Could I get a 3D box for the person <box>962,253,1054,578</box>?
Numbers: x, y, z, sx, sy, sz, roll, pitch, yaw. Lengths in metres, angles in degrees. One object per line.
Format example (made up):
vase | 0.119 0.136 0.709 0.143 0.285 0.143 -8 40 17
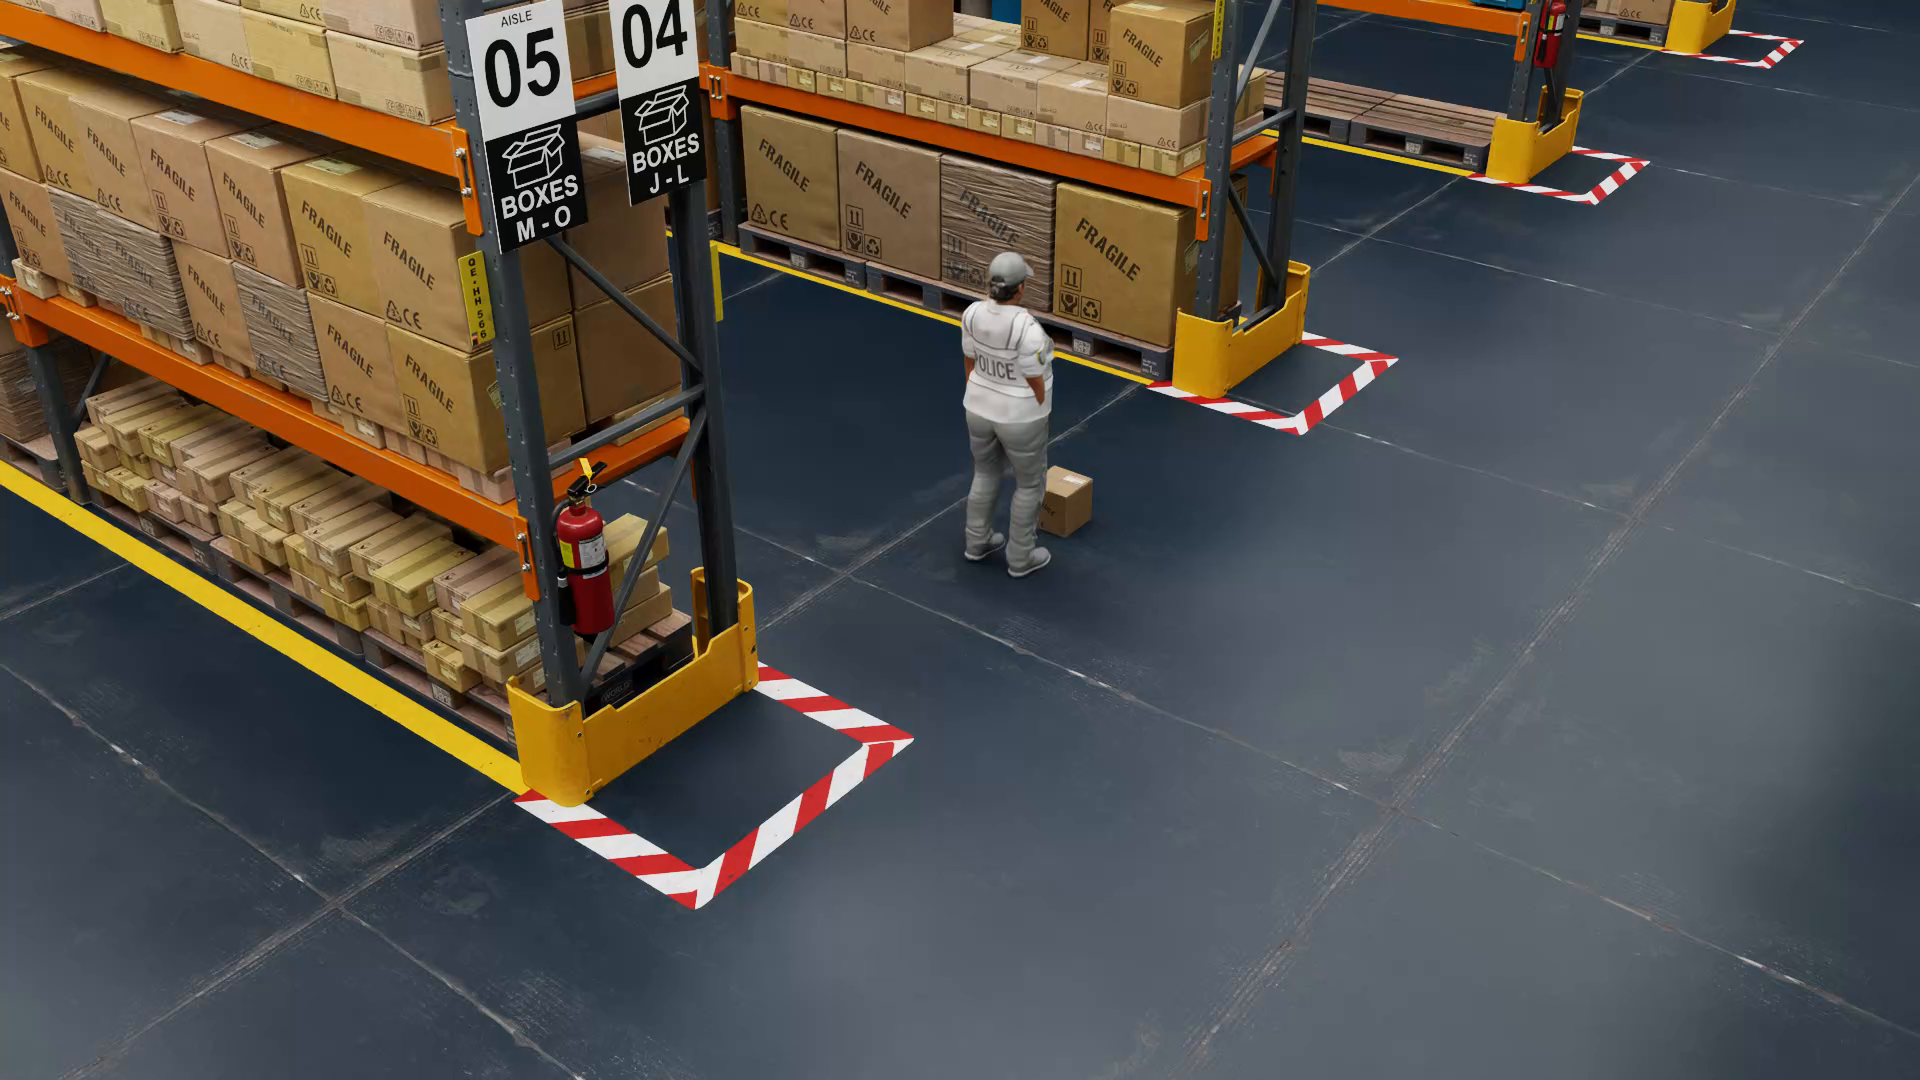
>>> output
person | 0.231 -0.618 8.169 0.469 1.665 0.390 22 38 32
